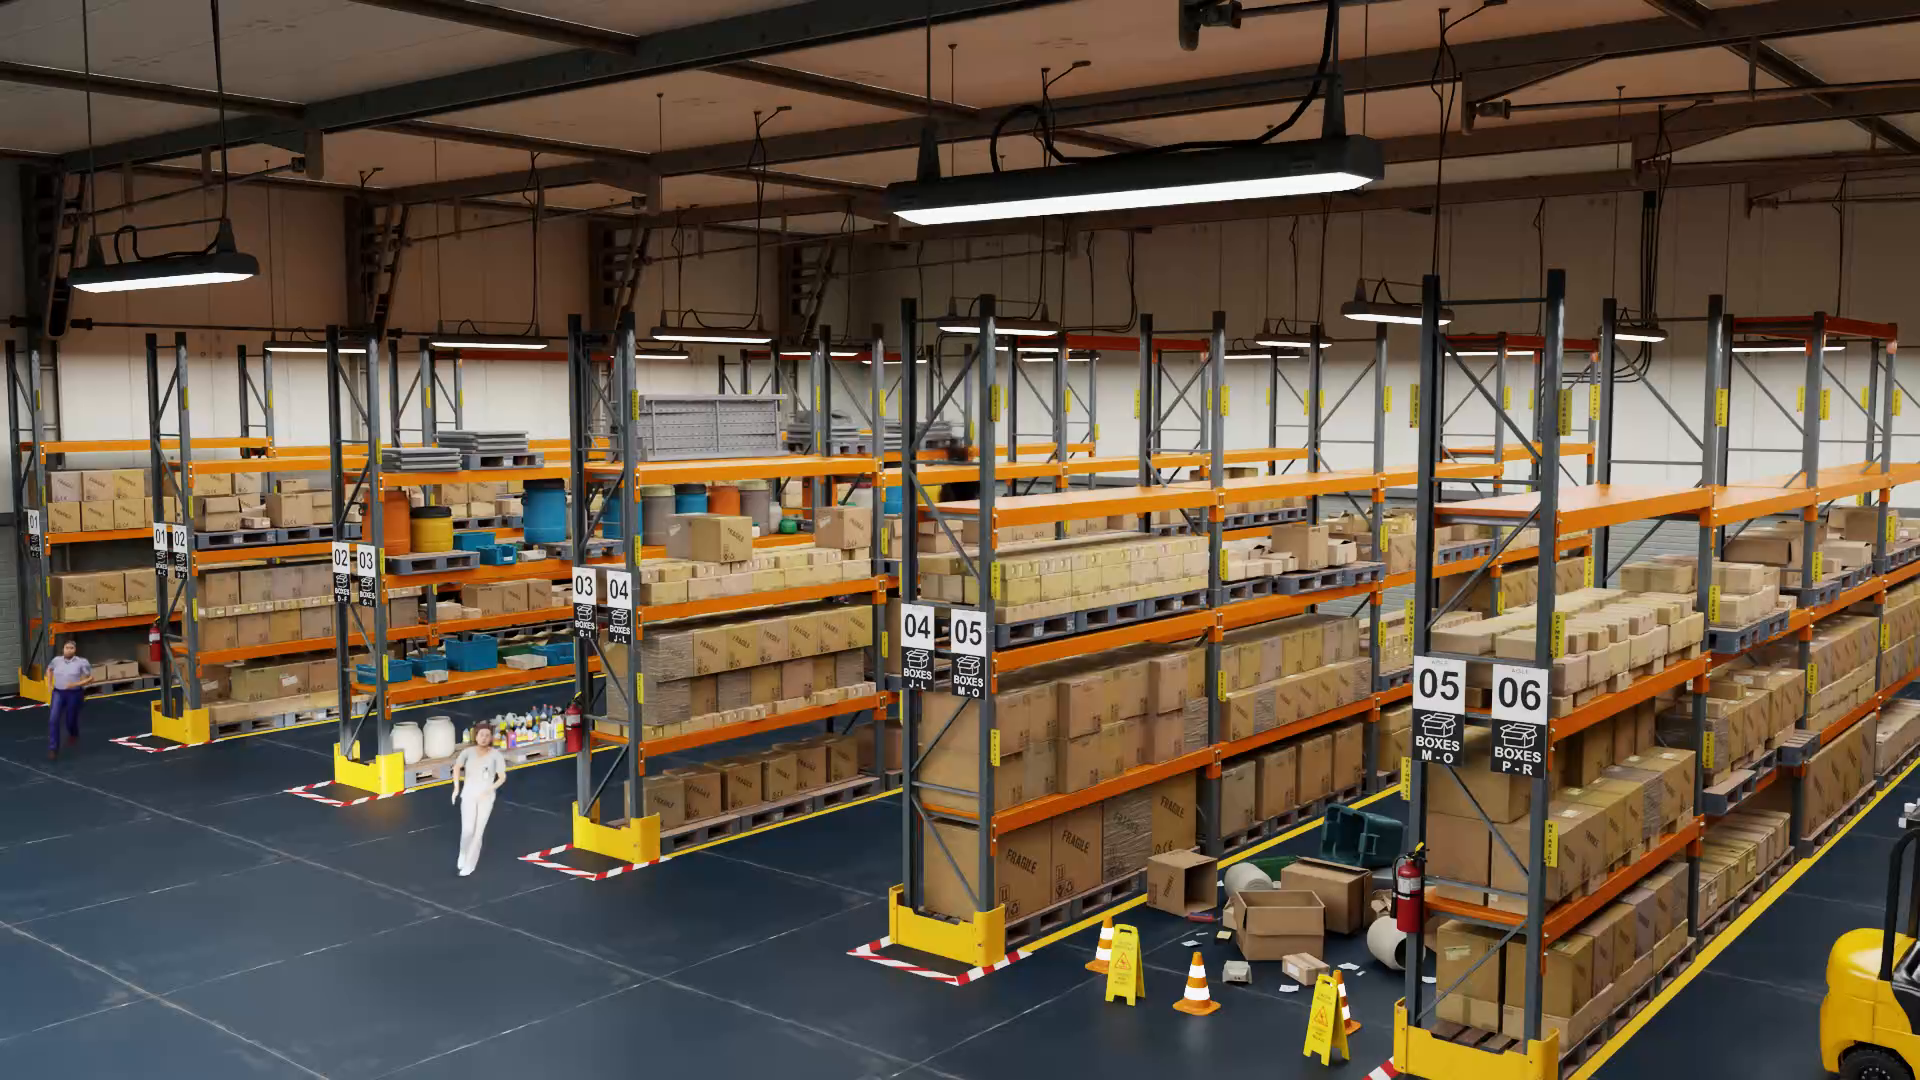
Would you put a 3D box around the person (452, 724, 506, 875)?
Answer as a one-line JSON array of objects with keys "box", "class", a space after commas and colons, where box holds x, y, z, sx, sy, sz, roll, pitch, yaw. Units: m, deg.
[{"box": [-5.110, 2.769, 17.669, 0.567, 1.617, 0.526, -1, 5, -11], "class": "person"}]

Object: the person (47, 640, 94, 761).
[{"box": [-12.657, 2.258, 23.659, 0.635, 1.664, 0.850, -1, 5, -16], "class": "person"}]
